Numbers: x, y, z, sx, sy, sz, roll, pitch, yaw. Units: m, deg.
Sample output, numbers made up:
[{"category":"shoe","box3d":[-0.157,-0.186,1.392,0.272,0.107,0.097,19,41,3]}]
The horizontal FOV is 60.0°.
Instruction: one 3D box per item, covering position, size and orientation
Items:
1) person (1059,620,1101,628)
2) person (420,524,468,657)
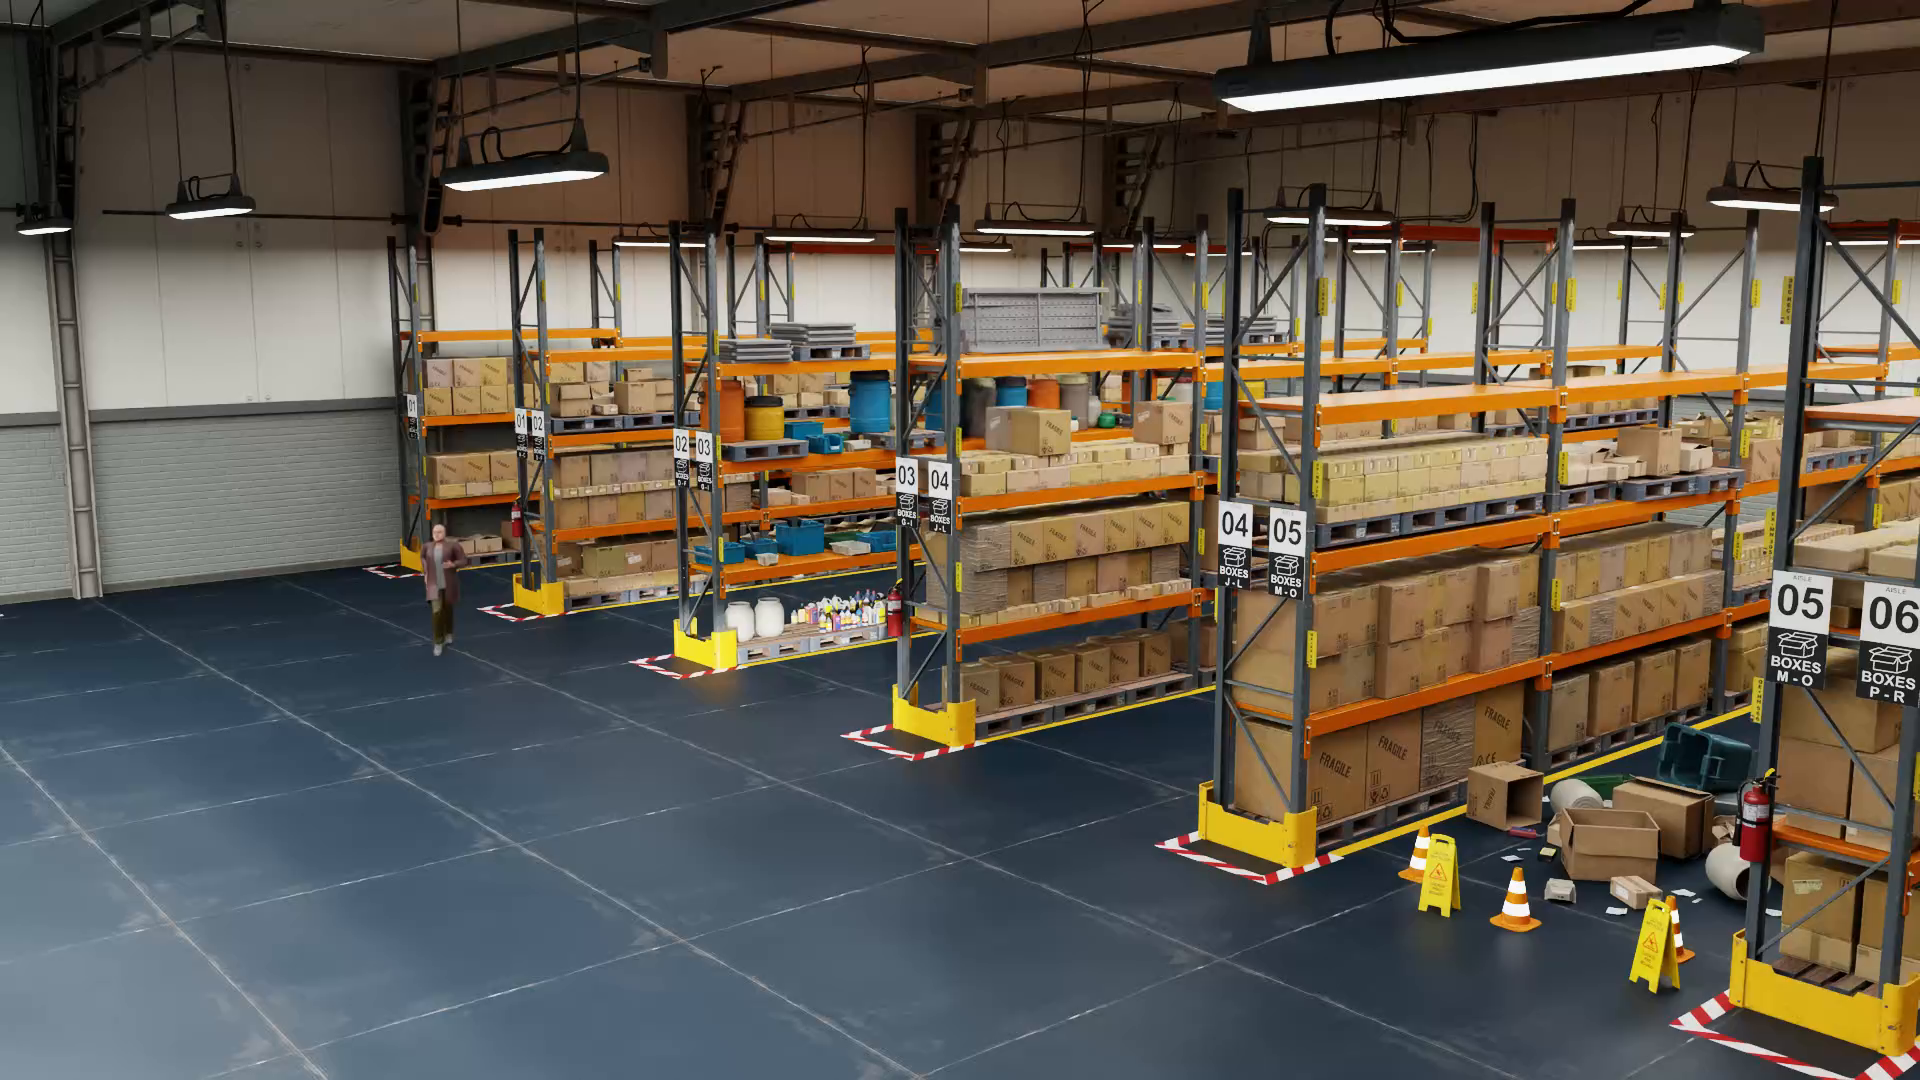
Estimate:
[{"category":"person","box3d":[1.705,0.428,23.690,0.579,1.696,0.860,8,12,43]},{"category":"person","box3d":[-7.301,0.679,23.570,0.674,1.836,0.925,-2,9,-11]}]
